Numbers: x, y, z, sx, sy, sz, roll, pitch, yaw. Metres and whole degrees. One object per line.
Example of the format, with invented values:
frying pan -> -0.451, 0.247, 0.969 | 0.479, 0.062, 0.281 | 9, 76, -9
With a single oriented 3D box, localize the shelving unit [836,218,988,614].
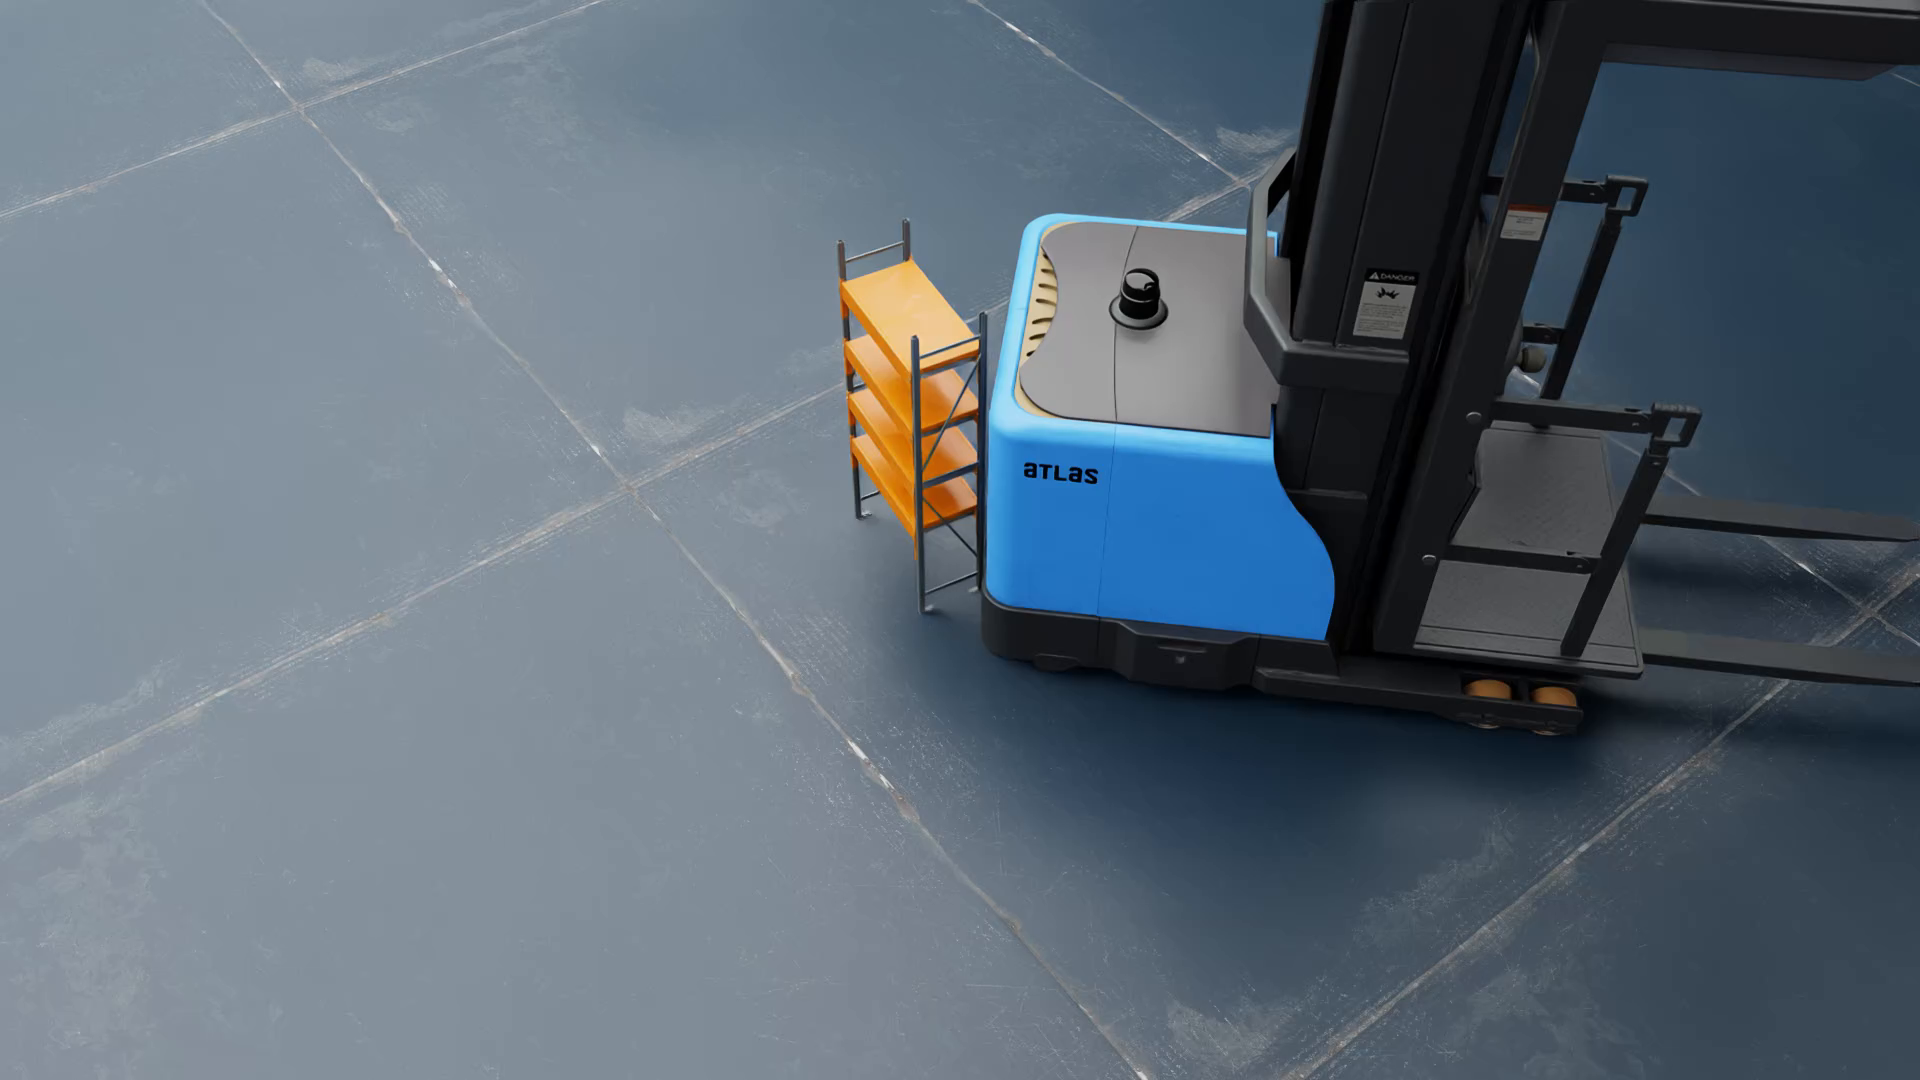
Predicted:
shelving unit -> -0.145, -0.362, 5.269 | 0.258, 1.200, 0.503 | -22, 51, -18

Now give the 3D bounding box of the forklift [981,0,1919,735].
forklift -> 1.628, -0.797, 4.494 | 3.031, 2.935, 1.130 | 6, 48, 5

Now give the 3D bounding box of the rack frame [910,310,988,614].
rack frame -> -0.030, -0.203, 5.124 | 0.240, 1.200, 0.015 | -22, 51, -18

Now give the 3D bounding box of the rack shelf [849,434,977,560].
rack shelf -> -0.145, -0.184, 5.466 | 0.258, 0.148, 0.480 | -22, 51, -18

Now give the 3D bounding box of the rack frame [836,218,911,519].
rack frame -> -0.259, -0.522, 5.413 | 0.240, 1.200, 0.015 | -22, 51, -18

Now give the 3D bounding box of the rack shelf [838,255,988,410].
rack shelf -> -0.145, -0.626, 4.977 | 0.258, 0.148, 0.480 | -22, 51, -18

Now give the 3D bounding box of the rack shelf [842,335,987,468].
rack shelf -> -0.145, -0.467, 5.153 | 0.258, 0.148, 0.480 | -22, 51, -18

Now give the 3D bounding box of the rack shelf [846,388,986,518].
rack shelf -> -0.145, -0.317, 5.318 | 0.258, 0.148, 0.480 | -22, 51, -18
